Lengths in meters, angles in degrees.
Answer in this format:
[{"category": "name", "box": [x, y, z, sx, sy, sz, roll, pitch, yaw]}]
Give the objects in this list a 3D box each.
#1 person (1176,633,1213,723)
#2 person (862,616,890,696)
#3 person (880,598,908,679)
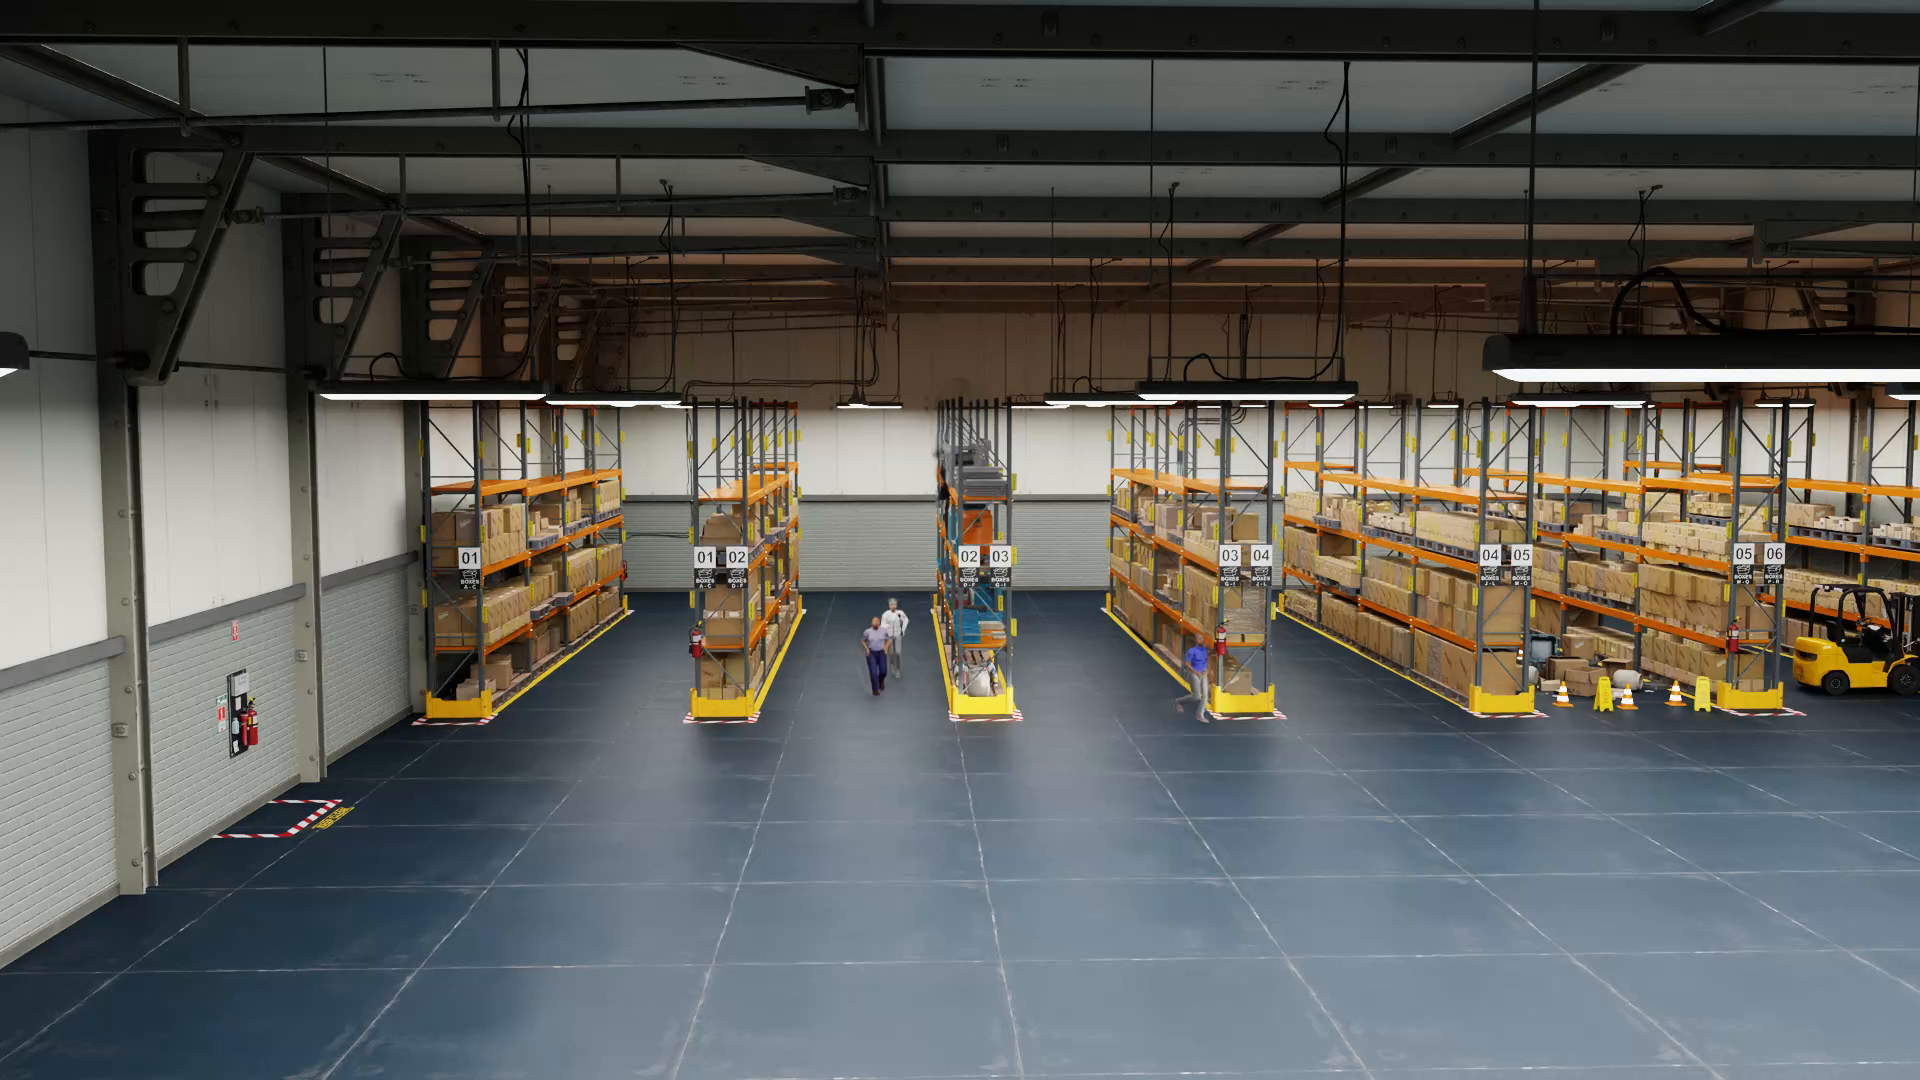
[{"category": "person", "box": [4.388, 2.549, 30.903, 0.590, 1.634, 0.699, -3, 6, -37]}, {"category": "person", "box": [-1.686, 2.345, 33.533, 0.586, 1.580, 0.511, -1, 4, -8]}, {"category": "person", "box": [-1.426, 2.116, 35.872, 0.594, 1.753, 0.753, 0, 4, 1]}]
